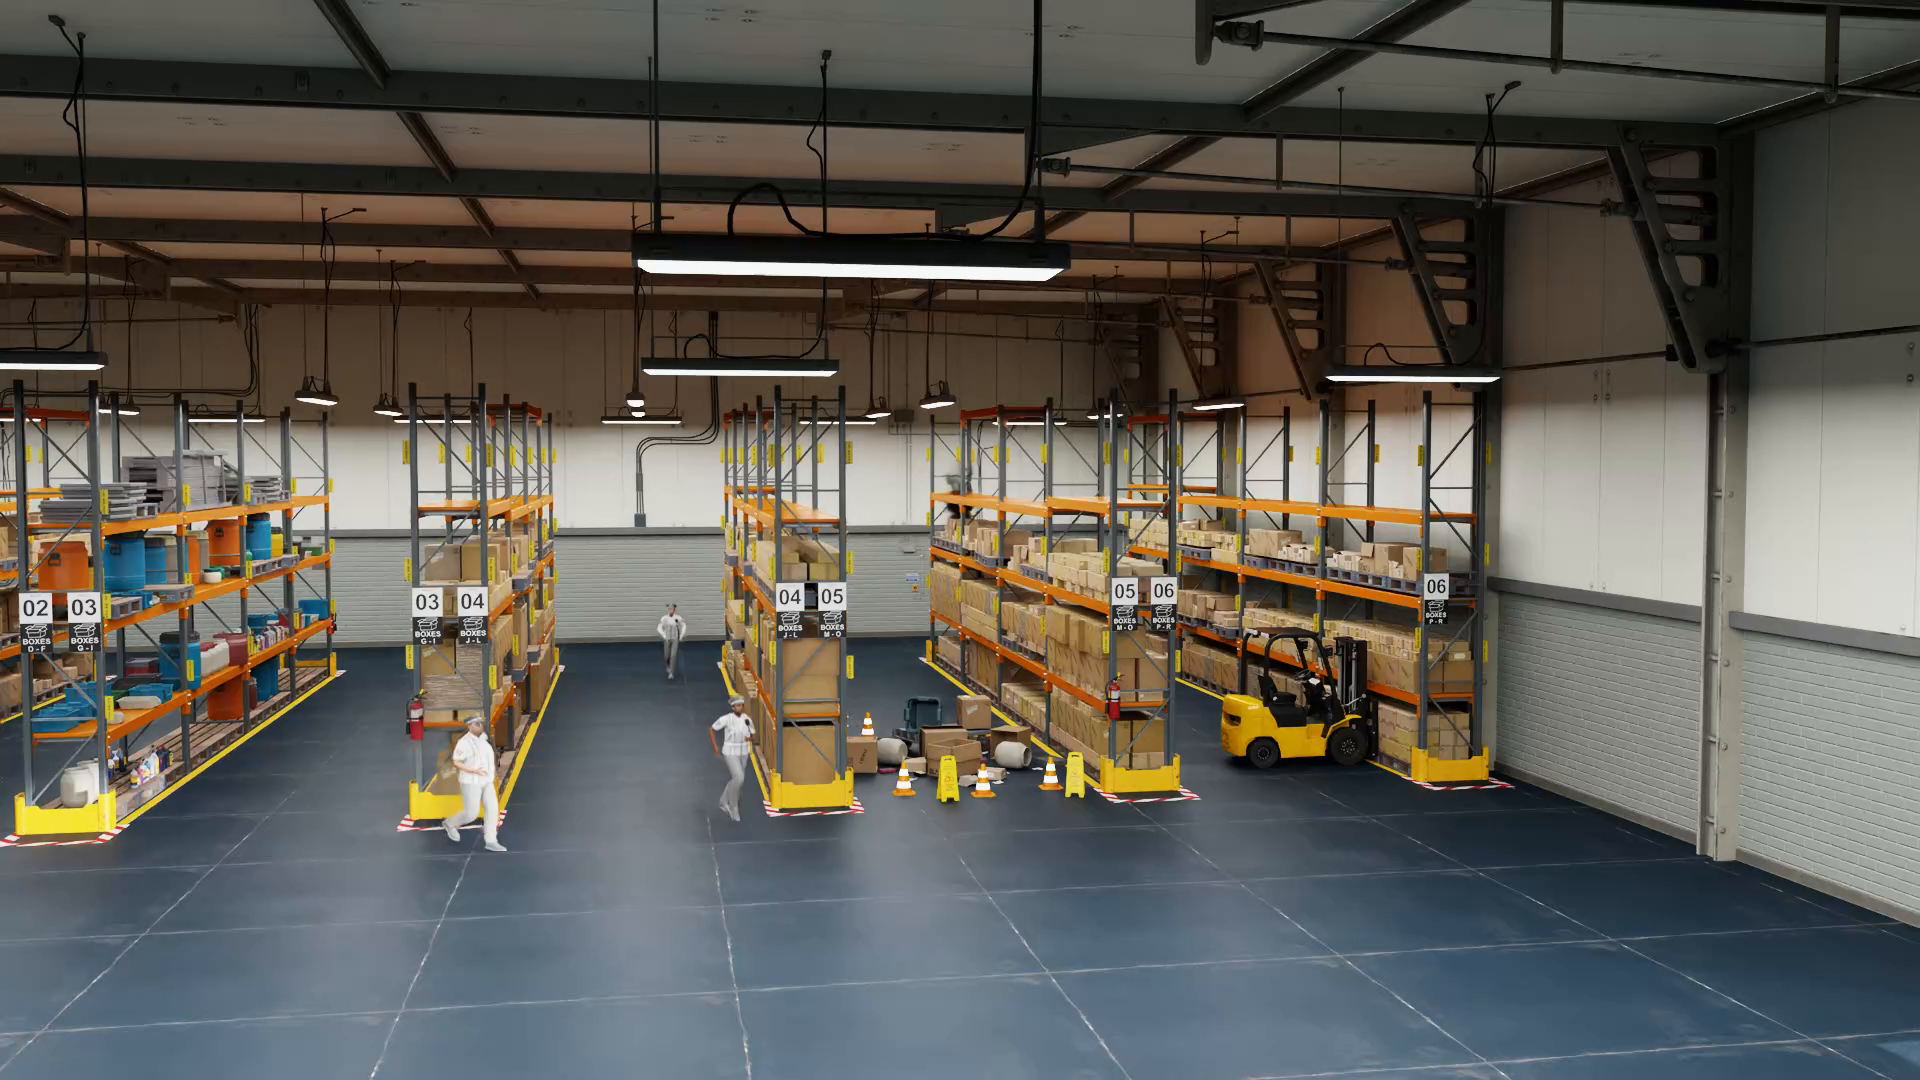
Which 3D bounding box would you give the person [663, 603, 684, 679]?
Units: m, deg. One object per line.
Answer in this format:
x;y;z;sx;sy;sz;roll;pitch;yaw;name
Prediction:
-6.485;2.269;37.619;0.481;1.689;0.678;0;3;-5;person

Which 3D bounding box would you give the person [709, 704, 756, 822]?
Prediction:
-3.125;3.027;23.034;0.579;1.698;0.649;-3;4;-44;person

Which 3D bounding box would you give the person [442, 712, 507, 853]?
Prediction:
-6.145;3.053;21.065;0.913;1.772;0.676;1;3;26;person
